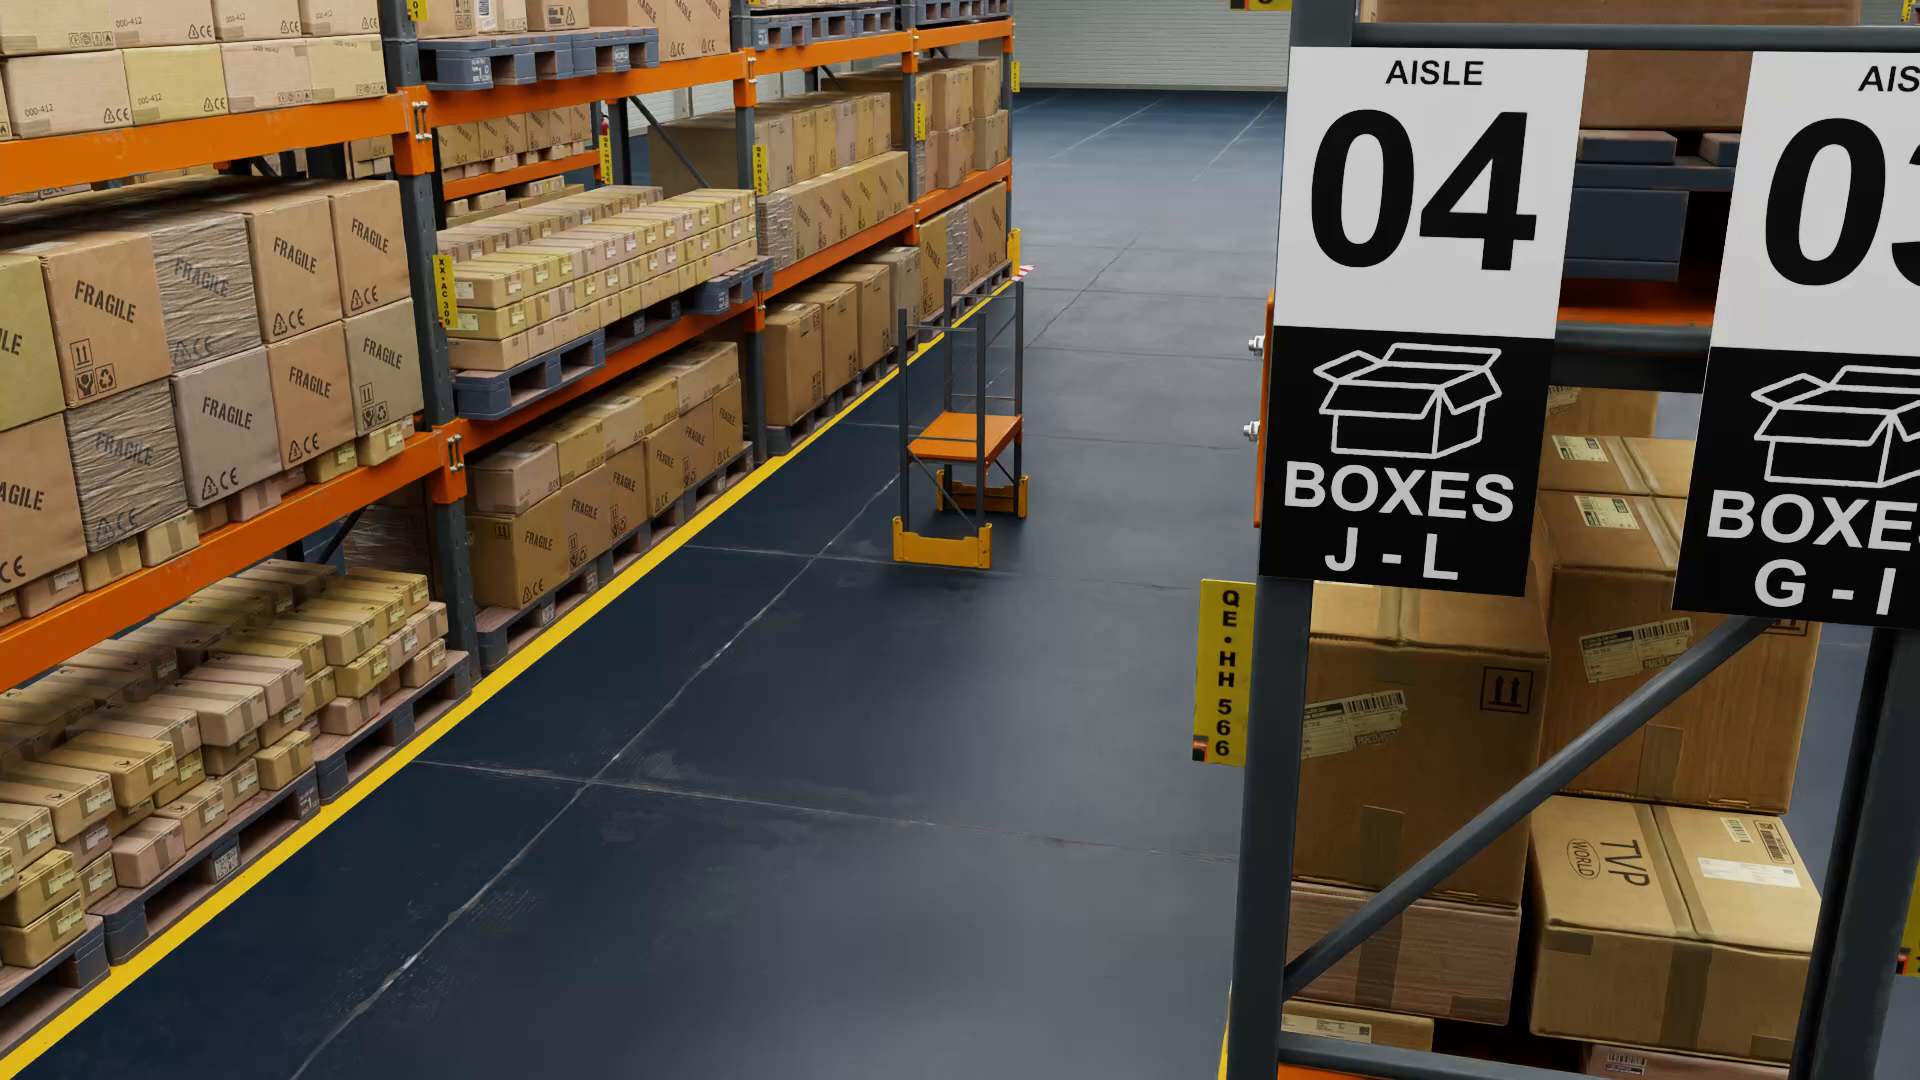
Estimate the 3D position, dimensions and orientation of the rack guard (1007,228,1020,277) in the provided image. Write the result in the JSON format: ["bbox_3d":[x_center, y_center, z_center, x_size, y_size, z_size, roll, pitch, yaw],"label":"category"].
[{"bbox_3d":[0.093,-3.334,19.175,1.175,0.500,0.348,5,19,13],"label":"rack guard"}]

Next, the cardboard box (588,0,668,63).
[{"bbox_3d":[-1.996,-2.955,9.404,0.500,0.500,0.500,5,19,13],"label":"cardboard box"}]

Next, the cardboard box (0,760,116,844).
[{"bbox_3d":[-3.171,0.902,5.747,0.380,0.149,0.250,5,20,16],"label":"cardboard box"}]

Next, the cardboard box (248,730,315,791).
[{"bbox_3d":[-2.863,0.876,6.742,0.380,0.149,0.250,5,19,13],"label":"cardboard box"}]

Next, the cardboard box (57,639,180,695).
[{"bbox_3d":[-3.452,0.534,6.824,0.380,0.149,0.250,5,20,15],"label":"cardboard box"}]

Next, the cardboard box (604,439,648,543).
[{"bbox_3d":[-2.165,-0.306,9.660,0.500,0.500,0.500,5,19,14],"label":"cardboard box"}]

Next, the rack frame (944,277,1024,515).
[{"bbox_3d":[0.145,-0.896,10.490,0.500,1.500,0.032,5,19,13],"label":"rack frame"}]

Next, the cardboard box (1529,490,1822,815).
[{"bbox_3d":[1.464,0.218,3.519,0.500,0.500,0.500,4,19,12],"label":"cardboard box"}]

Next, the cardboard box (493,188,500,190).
[{"bbox_3d":[-5.332,-3.718,18.877,0.500,0.500,0.500,4,19,11],"label":"cardboard box"}]

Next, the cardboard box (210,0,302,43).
[{"bbox_3d":[-2.850,-2.006,6.239,0.500,0.250,0.500,4,19,11],"label":"cardboard box"}]

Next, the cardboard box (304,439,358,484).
[{"bbox_3d":[-2.768,-0.353,6.968,0.380,0.149,0.250,5,20,16],"label":"cardboard box"}]

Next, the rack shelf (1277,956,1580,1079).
[{"bbox_3d":[1.451,0.643,4.779,1.077,0.370,4.000,5,19,13],"label":"rack shelf"}]

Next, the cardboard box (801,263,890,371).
[{"bbox_3d":[-1.194,-1.886,13.899,1.050,0.750,0.750,5,19,13],"label":"cardboard box"}]

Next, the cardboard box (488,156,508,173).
[{"bbox_3d":[-5.005,-3.970,17.557,0.380,0.149,0.250,5,19,14],"label":"cardboard box"}]

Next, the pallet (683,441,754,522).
[{"bbox_3d":[-2.060,-0.437,11.142,1.003,0.211,1.213,5,19,13],"label":"pallet"}]

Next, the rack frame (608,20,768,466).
[{"bbox_3d":[-1.868,-2.002,11.408,1.000,3.000,0.127,5,19,13],"label":"rack frame"}]

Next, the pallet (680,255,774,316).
[{"bbox_3d":[-1.938,-1.679,10.760,1.213,0.211,1.003,5,19,13],"label":"pallet"}]

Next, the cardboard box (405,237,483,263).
[{"bbox_3d":[-2.742,-1.498,8.752,0.380,0.149,0.250,5,19,13],"label":"cardboard box"}]

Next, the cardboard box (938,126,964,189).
[{"bbox_3d":[-0.453,-3.777,16.374,0.875,0.550,0.550,5,19,13],"label":"cardboard box"}]

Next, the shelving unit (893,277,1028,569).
[{"bbox_3d":[0.019,-0.734,10.015,0.587,1.500,1.083,5,19,13],"label":"shelving unit"}]

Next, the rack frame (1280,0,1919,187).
[{"bbox_3d":[0.963,-1.910,1.857,1.000,3.000,0.127,5,19,13],"label":"rack frame"}]

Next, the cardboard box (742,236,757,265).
[{"bbox_3d":[-1.542,-1.891,10.821,0.380,0.149,0.250,5,19,14],"label":"cardboard box"}]

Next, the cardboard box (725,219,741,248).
[{"bbox_3d":[-1.610,-1.948,10.528,0.380,0.149,0.250,5,20,15],"label":"cardboard box"}]

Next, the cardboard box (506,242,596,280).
[{"bbox_3d":[-2.112,-1.443,8.589,0.380,0.149,0.250,4,19,13],"label":"cardboard box"}]

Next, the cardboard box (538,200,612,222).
[{"bbox_3d":[-2.361,-1.990,10.191,0.380,0.149,0.250,4,19,11],"label":"cardboard box"}]

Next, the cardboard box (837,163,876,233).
[{"bbox_3d":[-1.005,-2.801,13.594,0.500,0.500,0.500,5,19,14],"label":"cardboard box"}]

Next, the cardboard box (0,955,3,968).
[{"bbox_3d":[-3.345,1.350,5.355,0.380,0.149,0.250,5,19,14],"label":"cardboard box"}]

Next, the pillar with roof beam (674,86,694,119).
[{"bbox_3d":[-2.024,-13.253,35.067,9.100,9.000,0.400,5,19,13],"label":"pillar with roof beam"}]

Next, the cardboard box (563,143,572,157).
[{"bbox_3d":[-4.659,-4.449,18.960,0.380,0.149,0.250,4,19,12],"label":"cardboard box"}]

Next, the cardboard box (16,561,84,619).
[{"bbox_3d":[-3.177,0.135,5.539,0.380,0.149,0.250,4,19,12],"label":"cardboard box"}]

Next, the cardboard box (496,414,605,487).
[{"bbox_3d":[-2.280,-0.497,9.058,0.500,0.250,0.500,5,20,15],"label":"cardboard box"}]

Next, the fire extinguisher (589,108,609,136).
[{"bbox_3d":[-4.263,-4.831,19.812,0.296,0.674,0.183,5,19,13],"label":"fire extinguisher"}]

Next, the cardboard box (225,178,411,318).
[{"bbox_3d":[-2.698,-1.241,7.017,0.500,0.500,0.500,4,19,11],"label":"cardboard box"}]

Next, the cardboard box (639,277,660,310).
[{"bbox_3d":[-1.924,-1.404,9.395,0.380,0.149,0.250,4,19,11],"label":"cardboard box"}]

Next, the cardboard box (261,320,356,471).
[{"bbox_3d":[-2.817,-0.600,6.687,0.500,0.500,0.500,4,19,12],"label":"cardboard box"}]

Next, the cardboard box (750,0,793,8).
[{"bbox_3d":[-1.477,-3.835,11.467,0.500,0.311,0.500,5,19,13],"label":"cardboard box"}]

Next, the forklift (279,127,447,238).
[{"bbox_3d":[-4.534,-2.286,12.346,3.031,2.935,1.130,18,26,41],"label":"forklift"}]

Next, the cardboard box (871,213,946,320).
[{"bbox_3d":[-0.669,-2.640,15.915,0.875,0.875,0.875,5,19,14],"label":"cardboard box"}]

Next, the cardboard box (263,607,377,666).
[{"bbox_3d":[-2.757,0.415,7.174,0.380,0.149,0.250,4,19,13],"label":"cardboard box"}]

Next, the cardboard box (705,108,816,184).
[{"bbox_3d":[-1.503,-2.982,12.575,0.700,0.500,0.500,4,19,13],"label":"cardboard box"}]

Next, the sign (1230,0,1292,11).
[{"bbox_3d":[0.440,-0.919,2.350,0.100,0.325,0.005,5,19,13],"label":"sign"}]

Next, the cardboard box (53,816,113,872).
[{"bbox_3d":[-3.209,1.044,5.792,0.380,0.149,0.250,4,19,11],"label":"cardboard box"}]

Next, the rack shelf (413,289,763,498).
[{"bbox_3d":[-2.356,-1.035,9.689,1.077,0.370,4.000,5,19,13],"label":"rack shelf"}]

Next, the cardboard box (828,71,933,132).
[{"bbox_3d":[-0.745,-4.132,15.742,0.875,0.550,0.550,5,19,13],"label":"cardboard box"}]

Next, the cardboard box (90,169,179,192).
[{"bbox_3d":[-6.358,-2.871,12.687,0.500,0.500,0.500,4,19,12],"label":"cardboard box"}]

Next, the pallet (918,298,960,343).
[{"bbox_3d":[-0.629,-2.168,16.209,1.003,0.211,1.213,5,19,13],"label":"pallet"}]

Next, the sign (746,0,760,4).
[{"bbox_3d":[-1.342,-3.622,10.712,0.100,0.325,0.005,5,19,13],"label":"sign"}]

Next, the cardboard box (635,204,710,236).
[{"bbox_3d":[-1.732,-1.929,10.012,0.380,0.149,0.250,5,20,15],"label":"cardboard box"}]

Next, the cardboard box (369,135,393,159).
[{"bbox_3d":[-5.605,-3.839,15.521,0.500,0.500,0.500,4,19,12],"label":"cardboard box"}]

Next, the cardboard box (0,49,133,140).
[{"bbox_3d":[-3.082,-1.451,5.388,0.500,0.250,0.500,5,19,13],"label":"cardboard box"}]

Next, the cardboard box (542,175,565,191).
[{"bbox_3d":[-4.705,-4.036,18.803,0.380,0.149,0.250,5,20,15],"label":"cardboard box"}]

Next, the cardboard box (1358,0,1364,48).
[{"bbox_3d":[1.406,-1.467,4.241,0.700,0.500,0.500,6,20,16],"label":"cardboard box"}]

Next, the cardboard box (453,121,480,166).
[{"bbox_3d":[-5.237,-4.078,16.871,0.500,0.500,0.500,5,19,13],"label":"cardboard box"}]

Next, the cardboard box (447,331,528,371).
[{"bbox_3d":[-2.303,-0.915,7.965,0.380,0.149,0.250,4,19,11],"label":"cardboard box"}]

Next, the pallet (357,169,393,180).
[{"bbox_3d":[-6.043,-3.296,15.493,1.003,0.211,1.213,5,19,13],"label":"pallet"}]

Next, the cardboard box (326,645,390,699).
[{"bbox_3d":[-2.716,0.557,7.218,0.380,0.149,0.250,4,19,11],"label":"cardboard box"}]

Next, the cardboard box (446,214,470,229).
[{"bbox_3d":[-5.309,-3.031,16.864,0.500,0.500,0.500,6,20,16],"label":"cardboard box"}]

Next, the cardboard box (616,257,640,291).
[{"bbox_3d":[-1.987,-1.468,9.122,0.380,0.149,0.250,4,19,12],"label":"cardboard box"}]
